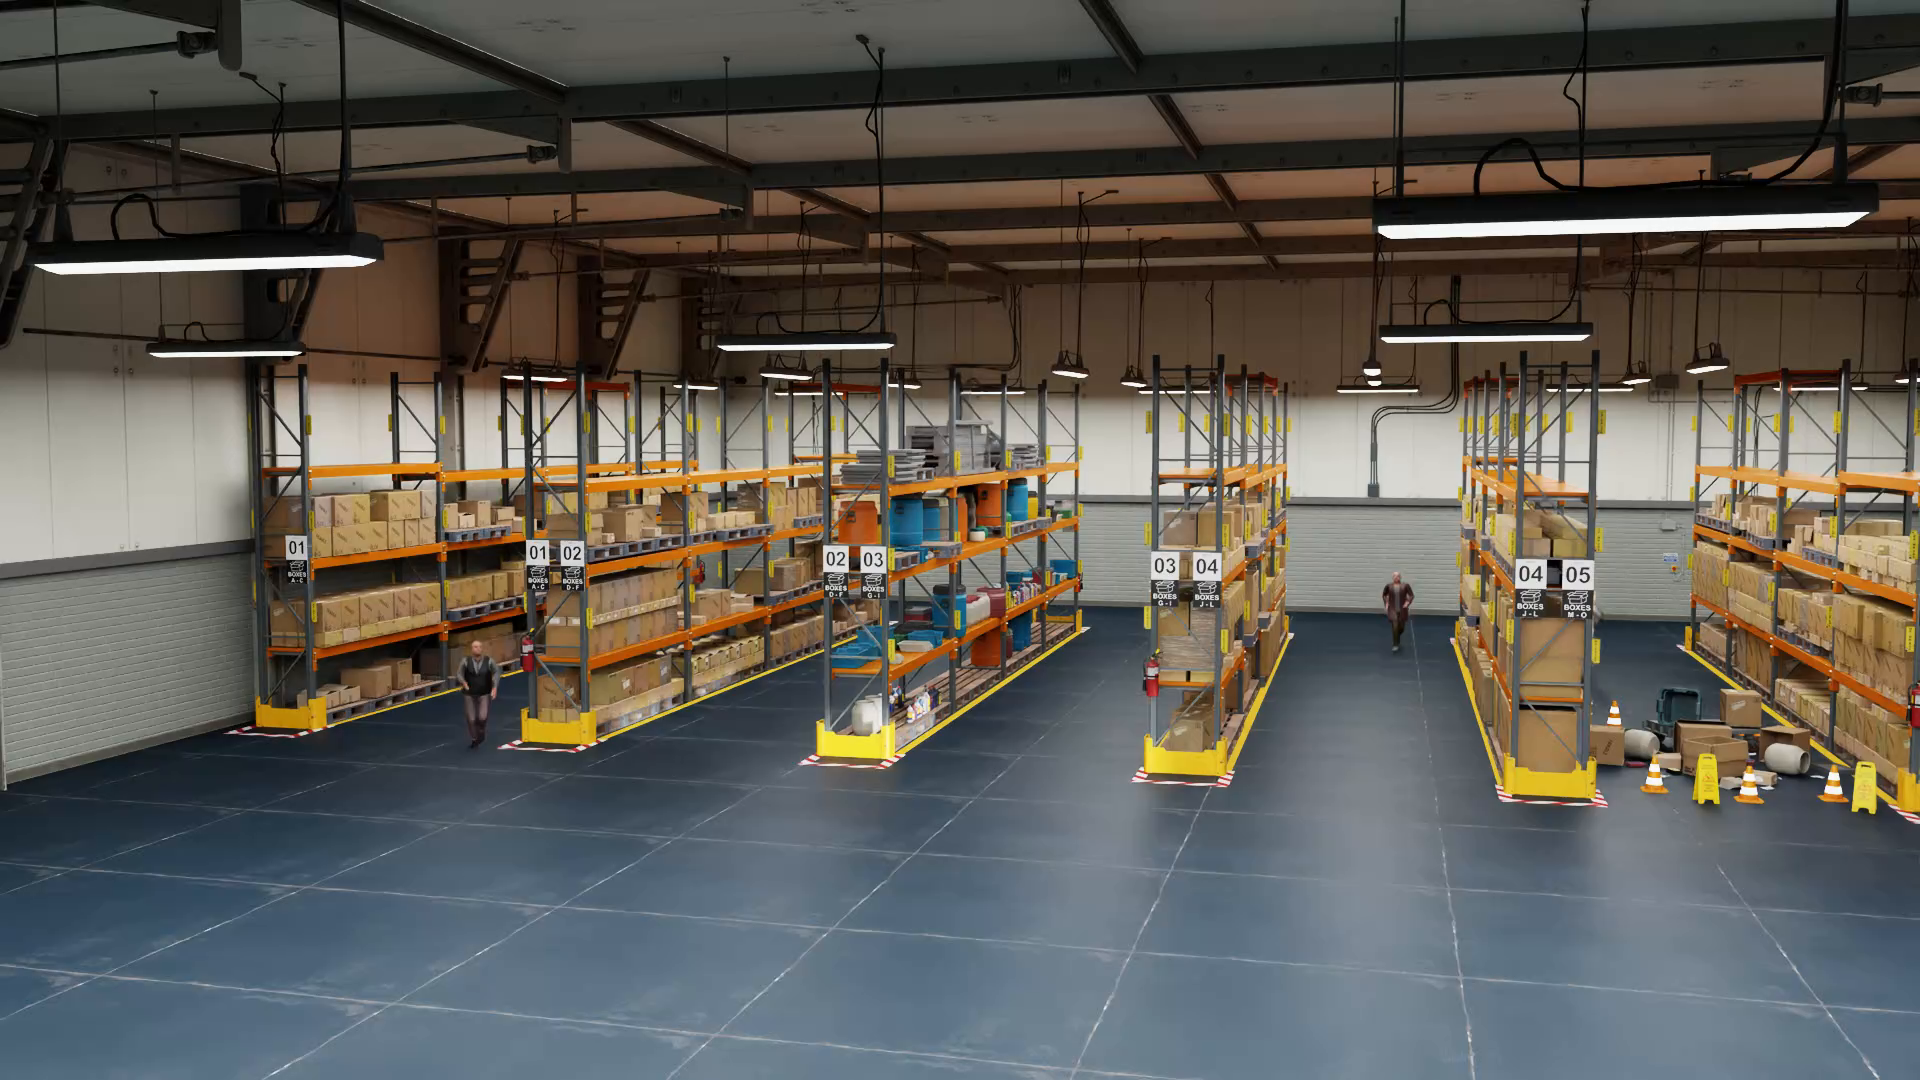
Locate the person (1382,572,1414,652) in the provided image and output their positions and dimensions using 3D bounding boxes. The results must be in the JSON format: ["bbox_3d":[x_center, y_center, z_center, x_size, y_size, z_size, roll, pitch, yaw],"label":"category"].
[{"bbox_3d":[9.756,1.591,37.074,0.708,1.743,0.786,1,4,15],"label":"person"}]

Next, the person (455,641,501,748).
[{"bbox_3d":[-7.456,2.400,25.741,0.679,1.678,0.586,-1,4,-14],"label":"person"}]

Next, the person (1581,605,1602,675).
[{"bbox_3d":[12.403,1.841,33.144,0.632,1.818,0.706,1,4,10],"label":"person"}]

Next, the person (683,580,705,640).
[{"bbox_3d":[-5.844,1.723,36.421,0.599,1.571,0.898,1,4,17],"label":"person"}]
